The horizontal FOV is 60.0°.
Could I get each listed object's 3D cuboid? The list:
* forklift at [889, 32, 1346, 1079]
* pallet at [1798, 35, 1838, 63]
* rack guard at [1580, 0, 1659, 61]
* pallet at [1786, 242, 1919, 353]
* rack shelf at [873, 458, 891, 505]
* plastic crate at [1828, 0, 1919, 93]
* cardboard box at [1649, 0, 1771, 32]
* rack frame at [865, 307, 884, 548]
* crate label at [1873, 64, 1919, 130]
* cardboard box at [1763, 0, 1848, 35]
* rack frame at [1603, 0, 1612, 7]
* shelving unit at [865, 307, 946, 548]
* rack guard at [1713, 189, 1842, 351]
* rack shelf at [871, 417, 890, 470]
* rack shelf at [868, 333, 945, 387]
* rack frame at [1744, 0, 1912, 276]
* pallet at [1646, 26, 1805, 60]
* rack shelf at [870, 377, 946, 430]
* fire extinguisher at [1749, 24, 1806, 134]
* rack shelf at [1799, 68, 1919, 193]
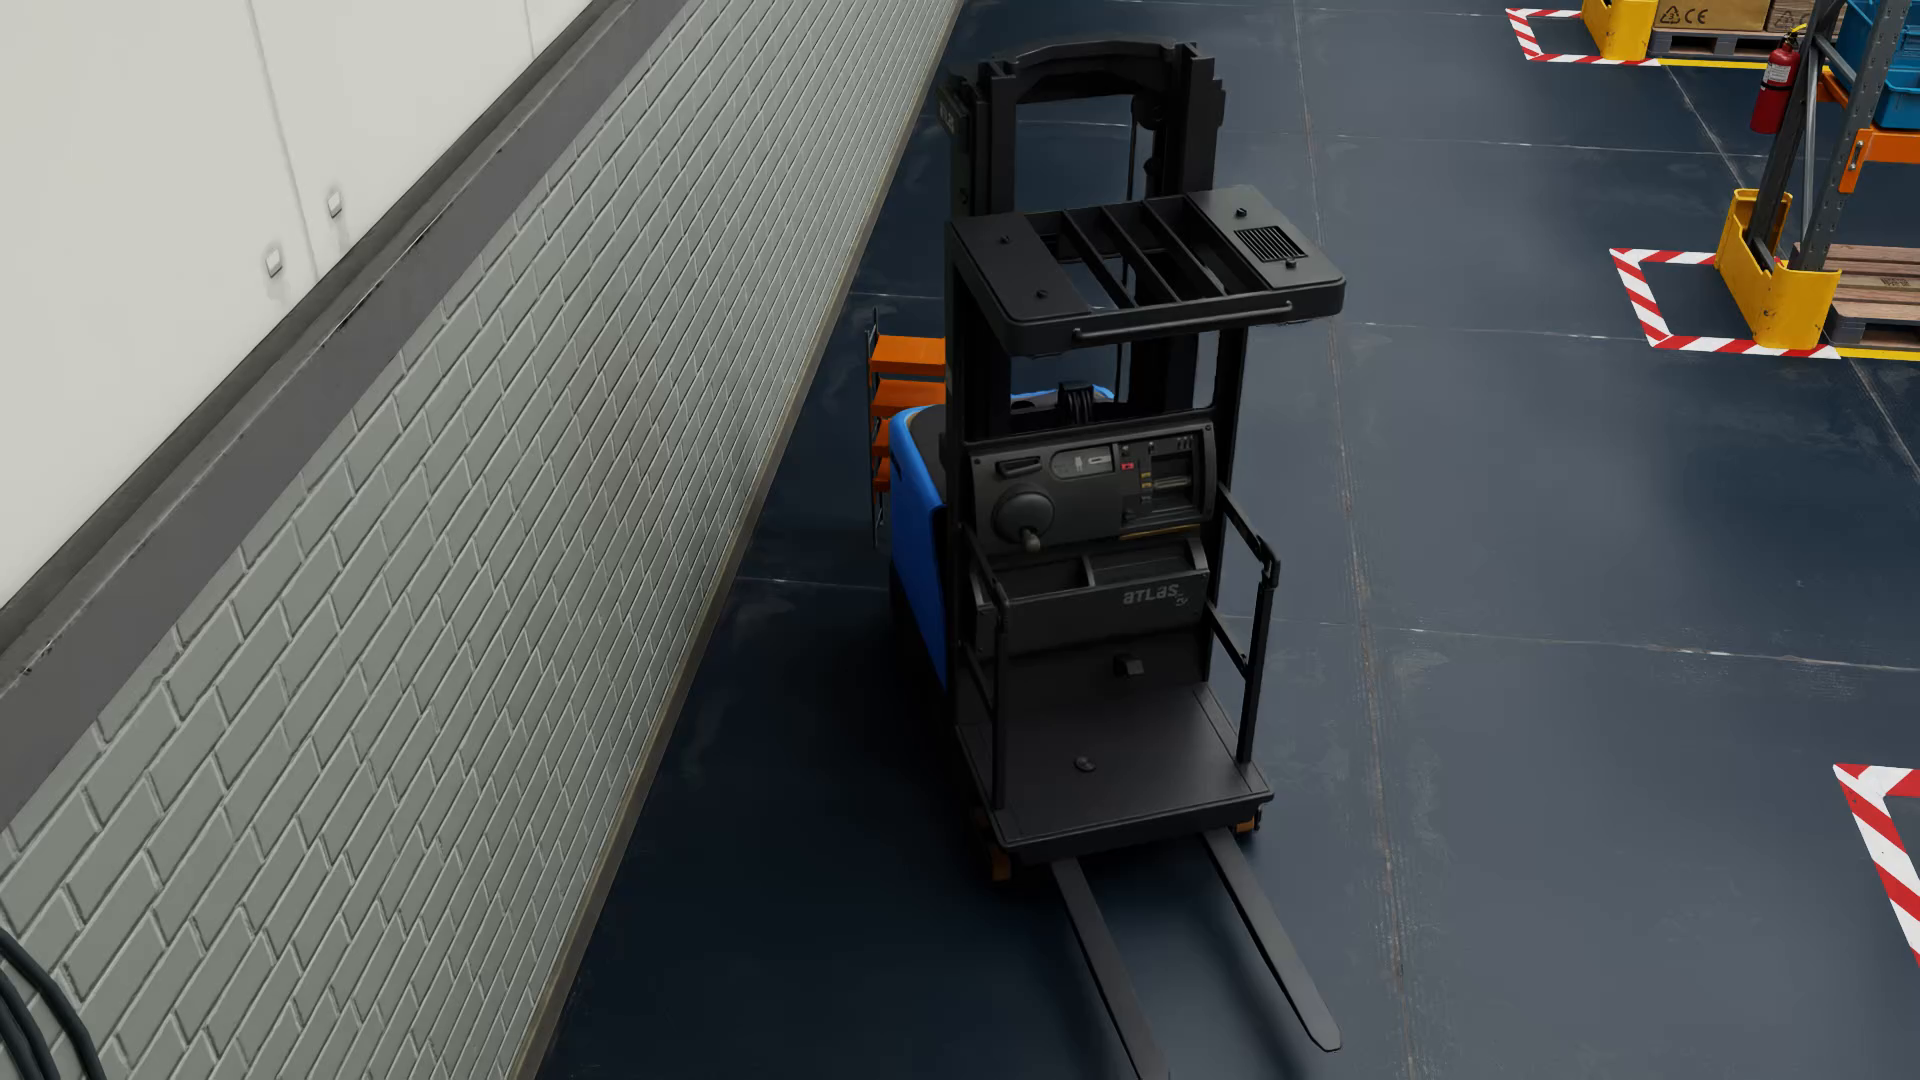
[{"bbox_3d":[0.551,-0.128,5.906,1.130,2.935,3.031,-9,36,-12],"label":"forklift"},{"bbox_3d":[7.637,-4.303,14.098,1.213,0.211,1.003,4,36,6],"label":"pallet"},{"bbox_3d":[5.604,-4.528,14.165,0.348,0.500,1.175,4,36,6],"label":"rack guard"},{"bbox_3d":[5.810,-1.472,10.131,1.213,0.211,1.003,4,36,6],"label":"pallet"},{"bbox_3d":[-0.164,-0.284,8.073,0.480,0.148,0.258,4,36,6],"label":"rack shelf"},{"bbox_3d":[5.353,-2.812,9.526,0.499,0.435,0.616,4,36,6],"label":"plastic crate"},{"bbox_3d":[6.273,-4.849,13.930,0.875,0.875,0.875,4,36,6],"label":"cardboard box"},{"bbox_3d":[-0.406,-0.519,7.944,0.015,1.200,0.240,4,36,6],"label":"rack frame"},{"bbox_3d":[5.200,-2.439,9.177,0.303,0.233,0.416,4,36,6],"label":"crate label"},{"bbox_3d":[7.175,-4.782,13.835,0.875,0.875,0.875,4,36,6],"label":"cardboard box"},{"bbox_3d":[5.628,-5.544,13.436,0.127,3.000,1.000,4,36,6],"label":"rack frame"},{"bbox_3d":[-0.164,-0.501,7.919,0.503,1.200,0.258,4,36,6],"label":"shelving unit"},{"bbox_3d":[4.971,-1.667,10.156,0.348,0.500,1.175,4,36,6],"label":"rack guard"},{"bbox_3d":[-0.164,-0.446,7.958,0.480,0.148,0.258,4,36,6],"label":"rack shelf"},{"bbox_3d":[-0.164,-0.820,7.690,0.480,0.148,0.258,4,36,6],"label":"rack shelf"},{"bbox_3d":[4.997,-2.690,9.437,0.127,3.000,1.000,4,36,6],"label":"rack frame"},{"bbox_3d":[6.431,-4.395,14.226,1.213,0.211,1.003,4,36,6],"label":"pallet"},{"bbox_3d":[-0.164,-0.628,7.828,0.480,0.148,0.258,4,36,6],"label":"rack shelf"},{"bbox_3d":[4.905,-2.780,9.951,0.183,0.674,0.296,4,36,6],"label":"fire extinguisher"},{"bbox_3d":[6.981,-2.250,9.439,4.000,0.370,1.077,4,36,6],"label":"rack shelf"}]
